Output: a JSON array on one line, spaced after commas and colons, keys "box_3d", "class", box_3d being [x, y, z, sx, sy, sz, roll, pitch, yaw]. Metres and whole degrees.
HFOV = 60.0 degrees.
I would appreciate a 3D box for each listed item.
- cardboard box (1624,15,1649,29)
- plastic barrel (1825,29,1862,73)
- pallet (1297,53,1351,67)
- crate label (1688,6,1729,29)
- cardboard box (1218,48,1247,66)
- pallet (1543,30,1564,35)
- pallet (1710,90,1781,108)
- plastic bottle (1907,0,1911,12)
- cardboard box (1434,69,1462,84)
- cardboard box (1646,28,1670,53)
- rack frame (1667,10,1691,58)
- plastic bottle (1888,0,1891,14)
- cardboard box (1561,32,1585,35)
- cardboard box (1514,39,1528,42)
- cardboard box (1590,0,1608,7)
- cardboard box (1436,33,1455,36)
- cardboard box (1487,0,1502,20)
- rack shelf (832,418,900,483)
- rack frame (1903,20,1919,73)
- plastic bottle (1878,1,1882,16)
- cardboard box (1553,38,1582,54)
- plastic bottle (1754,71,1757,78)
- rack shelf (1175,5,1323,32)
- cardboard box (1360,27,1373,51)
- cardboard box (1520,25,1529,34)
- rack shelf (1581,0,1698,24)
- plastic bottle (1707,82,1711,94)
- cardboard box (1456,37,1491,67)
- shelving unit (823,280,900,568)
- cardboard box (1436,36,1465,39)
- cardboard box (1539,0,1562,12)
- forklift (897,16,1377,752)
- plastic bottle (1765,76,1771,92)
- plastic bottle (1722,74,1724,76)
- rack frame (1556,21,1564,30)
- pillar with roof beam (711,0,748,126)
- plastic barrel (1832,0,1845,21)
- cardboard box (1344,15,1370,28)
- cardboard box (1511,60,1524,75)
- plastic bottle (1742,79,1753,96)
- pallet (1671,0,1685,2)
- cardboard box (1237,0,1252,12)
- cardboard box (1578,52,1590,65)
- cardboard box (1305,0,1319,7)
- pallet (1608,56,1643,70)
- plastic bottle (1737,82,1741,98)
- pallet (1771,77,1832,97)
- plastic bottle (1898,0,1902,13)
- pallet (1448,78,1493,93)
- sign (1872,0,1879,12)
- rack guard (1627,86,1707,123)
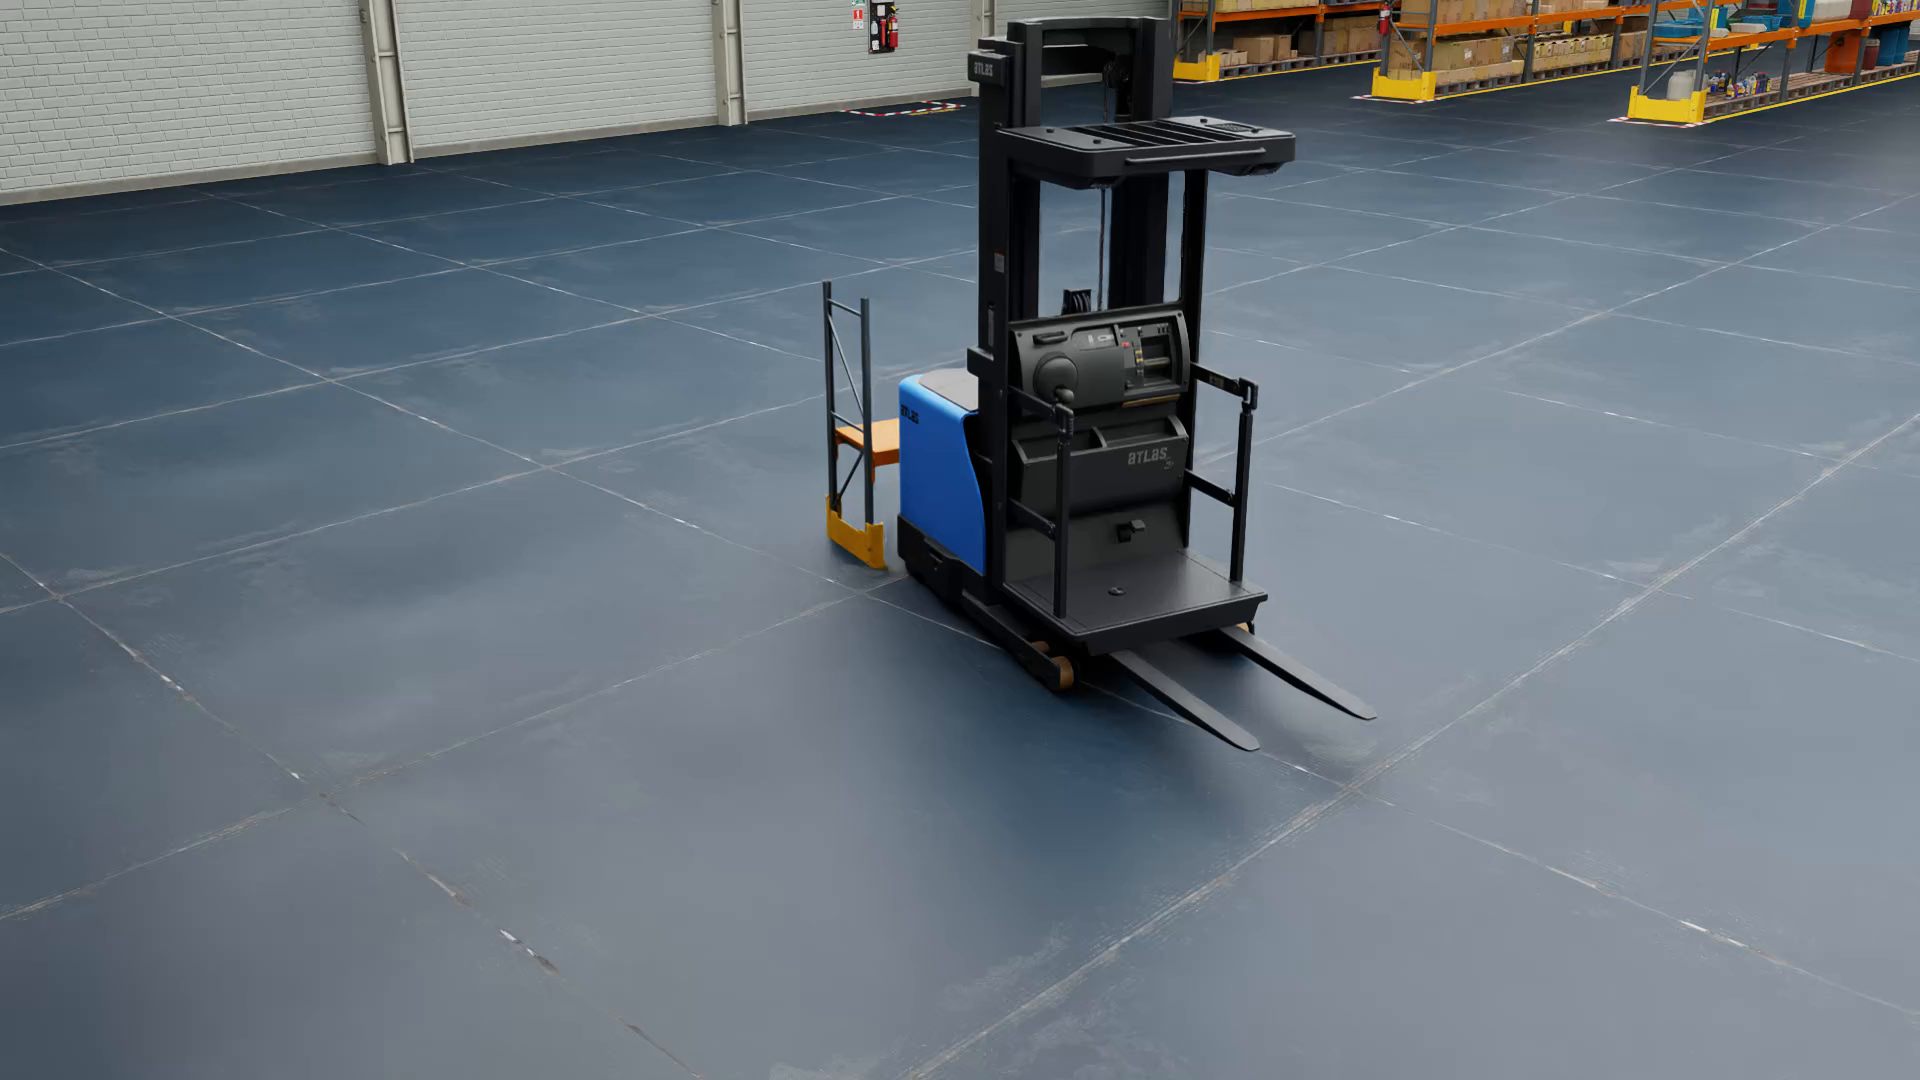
[{"box_3d": [15.468, -11.856, 38.065, 0.500, 0.250, 0.500, 19, 28, 41], "class": "cardboard box"}, {"box_3d": [17.763, -9.832, 33.413, 0.600, 0.830, 0.708, 19, 28, 41], "class": "plastic barrel"}, {"box_3d": [8.087, -10.869, 37.558, 1.003, 0.211, 1.213, 19, 28, 41], "class": "pallet"}, {"box_3d": [12.943, -9.020, 28.811, 0.502, 0.435, 0.616, 19, 28, 41], "class": "crate label"}, {"box_3d": [5.700, -10.194, 35.050, 0.500, 0.311, 0.500, -17, 27, -38], "class": "cardboard box"}, {"box_3d": [15.415, -13.528, 44.476, 1.003, 0.211, 1.213, 19, 28, 41], "class": "pallet"}, {"box_3d": [14.145, -8.027, 30.163, 1.003, 0.211, 1.213, 19, 28, 41], "class": "pallet"}, {"box_3d": [19.574, -11.083, 34.402, 0.152, 0.276, 0.135, 19, 28, 41], "class": "plastic bottle"}, {"box_3d": [9.186, -8.827, 31.606, 0.500, 0.250, 0.500, 19, 28, 41], "class": "cardboard box"}, {"box_3d": [15.838, -11.374, 37.856, 0.500, 0.500, 0.500, 20, 29, 41], "class": "cardboard box"}, {"box_3d": [16.678, -12.788, 38.663, 1.000, 3.000, 0.127, 19, 28, 41], "class": "rack frame"}, {"box_3d": [18.713, -10.749, 33.540, 0.097, 0.271, 0.097, 0, 21, 0], "class": "plastic bottle"}, {"box_3d": [13.312, -10.873, 36.147, 0.500, 0.311, 0.500, -19, 28, -40], "class": "cardboard box"}, {"box_3d": [11.533, -10.217, 34.440, 0.500, 0.311, 0.500, -19, 28, -41], "class": "cardboard box"}, {"box_3d": [13.602, -11.635, 35.789, 0.500, 0.311, 0.500, -18, 27, -39], "class": "cardboard box"}, {"box_3d": [11.558, -12.571, 40.510, 0.750, 0.750, 0.750, 19, 28, 40], "class": "cardboard box"}, {"box_3d": [10.076, -10.397, 32.304, 0.500, 0.500, 0.700, -20, 28, -41], "class": "cardboard box"}, {"box_3d": [-0.171, -0.562, 9.447, 1.000, 0.185, 0.538, -12, 24, -28], "class": "rack shelf"}, {"box_3d": [20.224, -11.547, 35.435, 1.000, 3.000, 0.127, 19, 28, 41], "class": "rack frame"}, {"box_3d": [18.290, -10.610, 33.171, 0.152, 0.276, 0.135, 19, 28, 41], "class": "plastic bottle"}, {"box_3d": [12.635, -10.345, 34.774, 0.500, 0.311, 0.500, -19, 28, -41], "class": "cardboard box"}, {"box_3d": [14.297, -8.258, 29.957, 0.144, 0.351, 0.185, 19, 28, 41], "class": "plastic bottle"}, {"box_3d": [6.150, -11.120, 35.328, 1.077, 0.370, 4.000, 19, 28, 41], "class": "rack shelf"}, {"box_3d": [9.102, -11.601, 38.446, 0.700, 0.500, 0.500, 19, 28, 40], "class": "cardboard box"}, {"box_3d": [14.434, -13.482, 43.369, 0.500, 0.500, 0.700, -19, 28, -41], "class": "cardboard box"}, {"box_3d": [15.283, -11.938, 37.455, 1.077, 0.370, 4.000, 19, 28, 41], "class": "rack shelf"}, {"box_3d": [13.342, -8.061, 29.654, 0.097, 0.201, 0.097, 0, 21, 0], "class": "plastic bottle"}, {"box_3d": [9.888, -9.433, 32.137, 0.500, 0.500, 0.500, 19, 28, 41], "class": "cardboard box"}, {"box_3d": [-0.163, -0.731, 9.387, 1.083, 1.500, 0.587, -12, 24, -28], "class": "shelving unit"}, {"box_3d": [9.504, -9.567, 32.486, 0.500, 0.500, 0.500, 19, 28, 41], "class": "cardboard box"}, {"box_3d": [12.012, -11.107, 34.150, 0.500, 0.500, 0.500, -18, 27, -38], "class": "cardboard box"}, {"box_3d": [0.777, -0.844, 7.684, 1.130, 2.935, 3.031, -10, 23, -25], "class": "forklift"}, {"box_3d": [14.544, -8.222, 29.957, 0.133, 0.283, 0.061, -18, 28, -39], "class": "plastic bottle"}, {"box_3d": [13.901, -8.362, 30.333, 0.135, 0.276, 0.152, -19, 28, -40], "class": "plastic bottle"}, {"box_3d": [15.916, -15.055, 44.562, 1.000, 3.000, 0.127, 19, 28, 41], "class": "rack frame"}, {"box_3d": [-0.663, -9.976, 22.988, 9.100, 9.000, 0.400, 19, 28, 41], "class": "pillar with roof beam"}, {"box_3d": [16.575, -10.145, 31.631, 0.421, 0.512, 0.421, 0, 21, 0], "class": "plastic barrel"}, {"box_3d": [9.073, -11.924, 38.243, 0.500, 0.250, 0.500, 19, 28, 40], "class": "cardboard box"}, {"box_3d": [10.930, -9.470, 33.279, 0.500, 0.250, 0.500, 19, 28, 41], "class": "cardboard box"}, {"box_3d": [13.925, -8.014, 29.426, 0.135, 0.276, 0.152, -20, 28, -41], "class": "plastic bottle"}, {"box_3d": [16.042, -12.520, 38.234, 1.003, 0.211, 1.213, 19, 28, 41], "class": "pallet"}, {"box_3d": [5.675, -11.064, 34.361, 0.500, 0.250, 0.500, 18, 28, 39], "class": "cardboard box"}, {"box_3d": [12.985, -10.214, 35.214, 0.500, 0.250, 0.500, -19, 28, -41], "class": "cardboard box"}, {"box_3d": [7.432, -11.712, 36.045, 0.500, 0.250, 0.500, 19, 28, 41], "class": "cardboard box"}, {"box_3d": [14.435, -10.640, 36.963, 1.003, 0.211, 1.213, 19, 28, 41], "class": "pallet"}, {"box_3d": [13.580, -7.870, 29.059, 0.097, 0.271, 0.097, 0, 21, 0], "class": "plastic bottle"}, {"box_3d": [16.015, -8.716, 31.956, 1.003, 0.211, 1.213, 19, 28, 41], "class": "pallet"}, {"box_3d": [19.190, -10.922, 33.971, 0.061, 0.283, 0.133, 19, 28, 41], "class": "plastic bottle"}, {"box_3d": [9.661, -8.921, 32.489, 1.003, 0.211, 1.213, 19, 28, 41], "class": "pallet"}, {"box_3d": [17.833, -10.459, 32.377, 0.100, 0.325, 0.005, 19, 28, 41], "class": "sign"}, {"box_3d": [11.872, -7.327, 27.940, 1.175, 0.500, 0.348, 19, 28, 41], "class": "rack guard"}]
